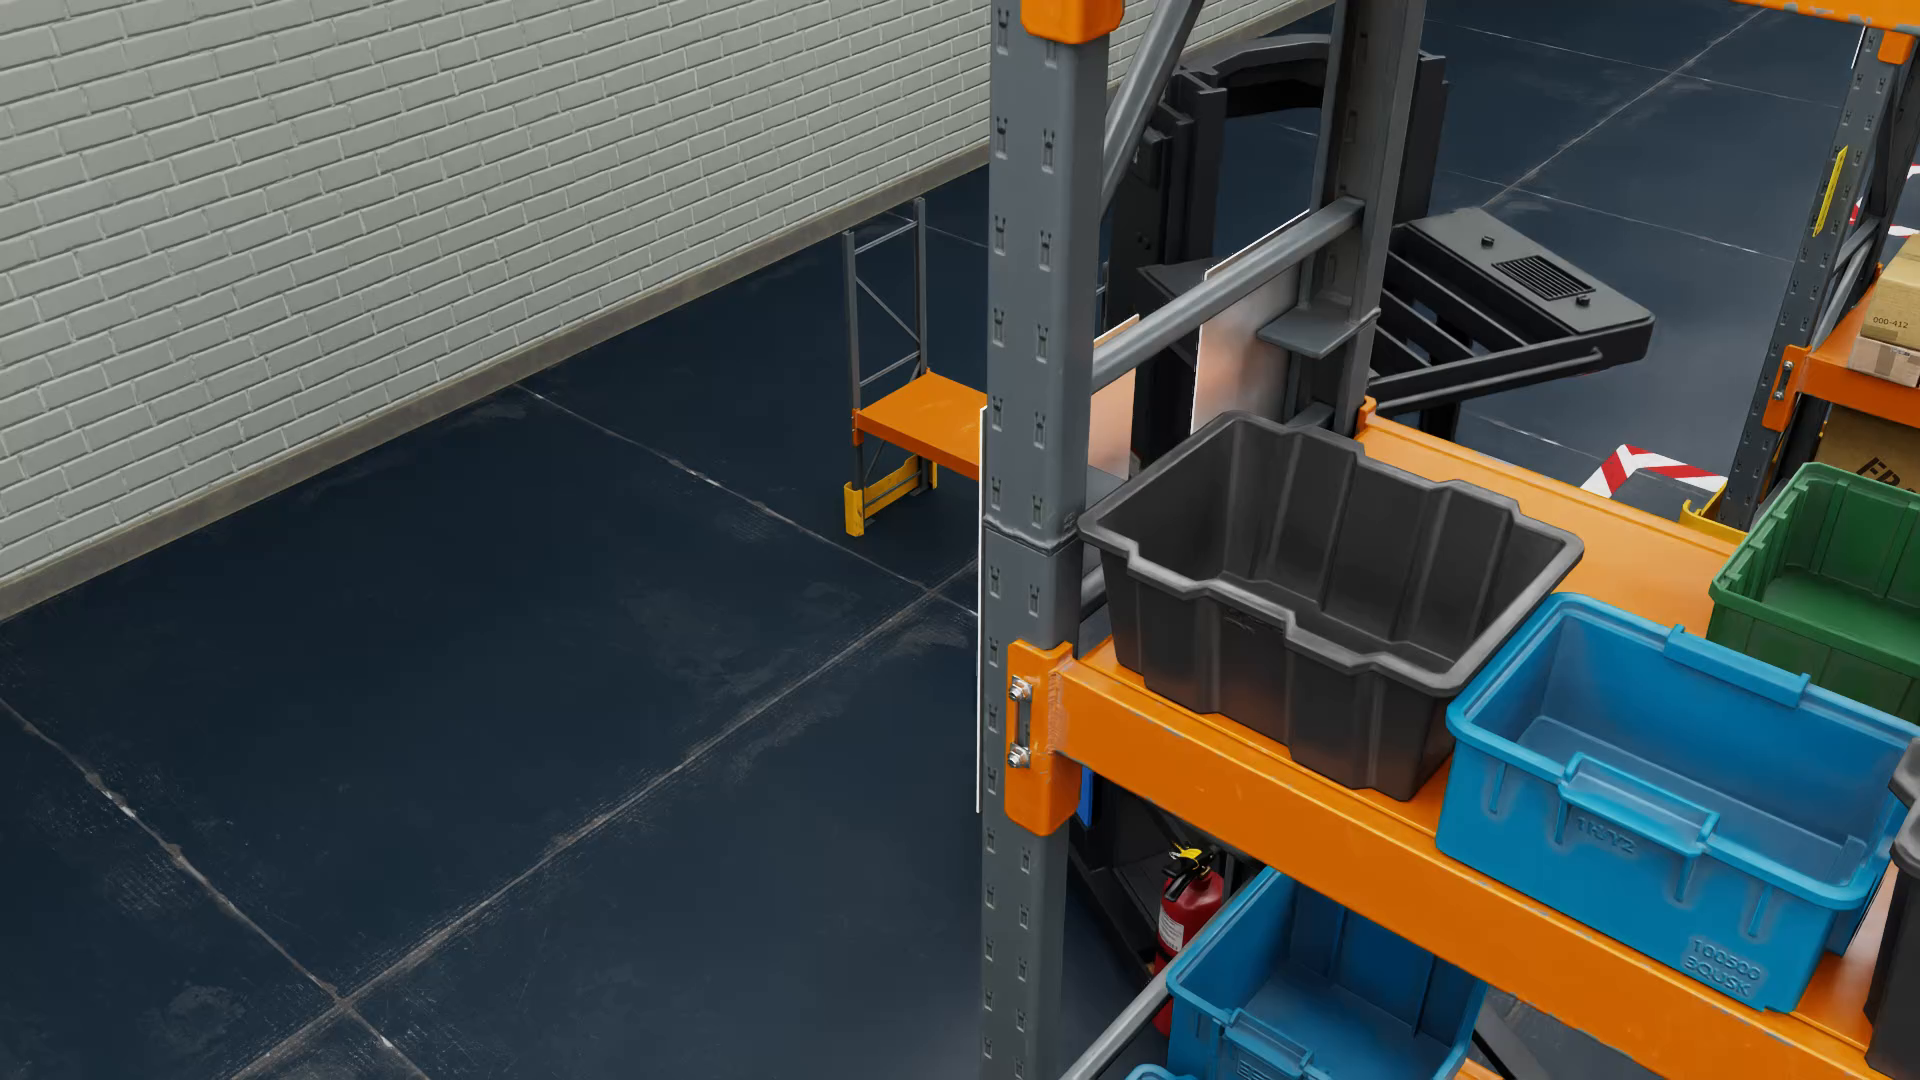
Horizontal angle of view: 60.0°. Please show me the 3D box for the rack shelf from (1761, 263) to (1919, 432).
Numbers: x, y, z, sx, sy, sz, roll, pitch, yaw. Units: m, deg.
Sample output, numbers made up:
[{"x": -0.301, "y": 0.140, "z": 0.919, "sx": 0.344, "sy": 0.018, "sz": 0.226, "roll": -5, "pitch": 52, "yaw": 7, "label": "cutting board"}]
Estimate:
[{"x": 5.107, "y": -0.113, "z": 5.900, "sx": 4.000, "sy": 0.370, "sz": 1.077, "roll": 25, "pitch": 42, "yaw": 32, "label": "rack shelf"}]

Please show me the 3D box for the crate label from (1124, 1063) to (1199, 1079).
[{"x": 0.381, "y": 1.298, "z": 3.305, "sx": 0.303, "sy": 0.233, "sz": 0.416, "roll": 25, "pitch": 42, "yaw": 32, "label": "crate label"}]

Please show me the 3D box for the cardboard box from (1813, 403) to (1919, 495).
[{"x": 4.113, "y": -0.234, "z": 6.947, "sx": 0.875, "sy": 0.875, "sz": 0.875, "roll": 25, "pitch": 42, "yaw": 32, "label": "cardboard box"}]

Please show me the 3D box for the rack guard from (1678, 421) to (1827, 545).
[{"x": 3.552, "y": -0.112, "z": 7.471, "sx": 0.348, "sy": 0.500, "sz": 1.175, "roll": 25, "pitch": 42, "yaw": 32, "label": "rack guard"}]

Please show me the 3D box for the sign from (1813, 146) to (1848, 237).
[{"x": 3.211, "y": -1.284, "z": 6.135, "sx": 0.005, "sy": 0.325, "sz": 0.100, "roll": 25, "pitch": 42, "yaw": 32, "label": "sign"}]

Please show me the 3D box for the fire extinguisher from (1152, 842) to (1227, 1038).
[{"x": 0.576, "y": 0.955, "z": 4.108, "sx": 0.183, "sy": 0.674, "sz": 0.296, "roll": 25, "pitch": 42, "yaw": 32, "label": "fire extinguisher"}]

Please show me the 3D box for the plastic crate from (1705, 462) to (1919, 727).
[{"x": 1.342, "y": 0.105, "z": 2.485, "sx": 0.336, "sy": 0.188, "sz": 0.450, "roll": 25, "pitch": 42, "yaw": 32, "label": "plastic crate"}]

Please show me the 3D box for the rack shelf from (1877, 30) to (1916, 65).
[{"x": 5.107, "y": -1.349, "z": 5.051, "sx": 4.000, "sy": 0.370, "sz": 1.077, "roll": 25, "pitch": 42, "yaw": 32, "label": "rack shelf"}]

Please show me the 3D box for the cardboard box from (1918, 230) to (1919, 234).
[{"x": 4.113, "y": -1.134, "z": 6.622, "sx": 0.500, "sy": 0.250, "sz": 0.500, "roll": 25, "pitch": 41, "yaw": 31, "label": "cardboard box"}]

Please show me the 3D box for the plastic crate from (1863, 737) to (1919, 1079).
[{"x": 1.400, "y": 0.483, "z": 1.802, "sx": 0.767, "sy": 0.338, "sz": 0.504, "roll": 25, "pitch": 42, "yaw": 32, "label": "plastic crate"}]

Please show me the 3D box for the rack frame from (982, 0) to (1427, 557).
[{"x": 0.401, "y": -1.452, "z": 1.915, "sx": 0.127, "sy": 3.000, "sz": 1.000, "roll": 25, "pitch": 42, "yaw": 32, "label": "rack frame"}]

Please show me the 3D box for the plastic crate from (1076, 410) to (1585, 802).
[{"x": 0.519, "y": 0.099, "z": 2.421, "sx": 0.590, "sy": 0.269, "sz": 0.497, "roll": 25, "pitch": 42, "yaw": 32, "label": "plastic crate"}]

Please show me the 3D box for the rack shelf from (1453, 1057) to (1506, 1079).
[{"x": 1.938, "y": 2.042, "z": 2.762, "sx": 4.000, "sy": 0.370, "sz": 1.077, "roll": 25, "pitch": 42, "yaw": 32, "label": "rack shelf"}]

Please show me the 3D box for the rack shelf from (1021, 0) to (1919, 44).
[{"x": 1.938, "y": -0.266, "z": 1.177, "sx": 4.000, "sy": 0.370, "sz": 1.077, "roll": 25, "pitch": 42, "yaw": 32, "label": "rack shelf"}]

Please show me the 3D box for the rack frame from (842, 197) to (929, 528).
[{"x": -0.325, "y": -0.771, "z": 7.549, "sx": 0.032, "sy": 1.500, "sz": 0.500, "roll": 25, "pitch": 42, "yaw": 32, "label": "rack frame"}]

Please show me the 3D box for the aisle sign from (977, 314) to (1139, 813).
[{"x": 0.156, "y": 0.053, "z": 2.727, "sx": 0.004, "sy": 0.787, "sz": 0.394, "roll": 25, "pitch": 42, "yaw": 32, "label": "aisle sign"}]

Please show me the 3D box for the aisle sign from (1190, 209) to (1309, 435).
[{"x": 0.534, "y": -0.204, "z": 3.101, "sx": 0.004, "sy": 0.787, "sz": 0.394, "roll": 25, "pitch": 42, "yaw": 32, "label": "aisle sign"}]

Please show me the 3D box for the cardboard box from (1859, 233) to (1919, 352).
[{"x": 3.767, "y": -0.903, "z": 6.285, "sx": 0.500, "sy": 0.250, "sz": 0.500, "roll": 24, "pitch": 41, "yaw": 31, "label": "cardboard box"}]

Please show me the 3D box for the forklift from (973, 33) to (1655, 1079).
[{"x": 1.084, "y": 0.170, "z": 4.914, "sx": 1.130, "sy": 2.935, "sz": 3.031, "roll": -13, "pitch": 37, "yaw": -18, "label": "forklift"}]

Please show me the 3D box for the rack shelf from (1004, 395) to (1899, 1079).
[{"x": 1.938, "y": 0.806, "z": 1.913, "sx": 4.000, "sy": 0.370, "sz": 1.077, "roll": 25, "pitch": 42, "yaw": 32, "label": "rack shelf"}]

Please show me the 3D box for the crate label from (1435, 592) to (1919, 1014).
[{"x": 0.904, "y": 0.321, "z": 2.115, "sx": 0.502, "sy": 0.251, "sz": 0.408, "roll": 25, "pitch": 42, "yaw": 32, "label": "crate label"}]

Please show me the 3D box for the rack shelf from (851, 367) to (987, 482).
[{"x": 0.066, "y": -0.439, "z": 7.382, "sx": 1.000, "sy": 0.185, "sz": 0.538, "roll": 25, "pitch": 42, "yaw": 32, "label": "rack shelf"}]

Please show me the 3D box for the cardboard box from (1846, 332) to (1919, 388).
[{"x": 3.632, "y": -0.758, "z": 6.426, "sx": 0.250, "sy": 0.149, "sz": 0.380, "roll": 26, "pitch": 42, "yaw": 32, "label": "cardboard box"}]

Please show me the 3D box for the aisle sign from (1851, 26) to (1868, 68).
[{"x": 3.323, "y": -2.101, "z": 5.863, "sx": 0.004, "sy": 0.787, "sz": 0.394, "roll": 25, "pitch": 42, "yaw": 32, "label": "aisle sign"}]

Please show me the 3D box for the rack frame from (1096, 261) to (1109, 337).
[{"x": 0.456, "y": -0.403, "z": 7.012, "sx": 0.032, "sy": 1.500, "sz": 0.500, "roll": 25, "pitch": 42, "yaw": 32, "label": "rack frame"}]

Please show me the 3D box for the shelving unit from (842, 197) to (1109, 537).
[{"x": 0.059, "y": -0.591, "z": 7.285, "sx": 1.083, "sy": 1.500, "sz": 0.587, "roll": 25, "pitch": 42, "yaw": 32, "label": "shelving unit"}]

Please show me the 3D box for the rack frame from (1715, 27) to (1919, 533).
[{"x": 3.570, "y": -1.134, "z": 6.751, "sx": 0.127, "sy": 3.000, "sz": 1.000, "roll": 25, "pitch": 42, "yaw": 32, "label": "rack frame"}]

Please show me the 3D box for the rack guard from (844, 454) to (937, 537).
[{"x": -0.324, "y": -0.256, "z": 7.902, "sx": 0.087, "sy": 0.250, "sz": 0.587, "roll": 25, "pitch": 42, "yaw": 32, "label": "rack guard"}]

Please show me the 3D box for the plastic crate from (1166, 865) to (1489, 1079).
[{"x": 0.778, "y": 1.022, "z": 3.528, "sx": 0.499, "sy": 0.435, "sz": 0.616, "roll": 25, "pitch": 42, "yaw": 32, "label": "plastic crate"}]

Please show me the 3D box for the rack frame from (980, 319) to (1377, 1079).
[{"x": 0.401, "y": 1.021, "z": 3.613, "sx": 0.127, "sy": 3.000, "sz": 1.000, "roll": 25, "pitch": 42, "yaw": 32, "label": "rack frame"}]
